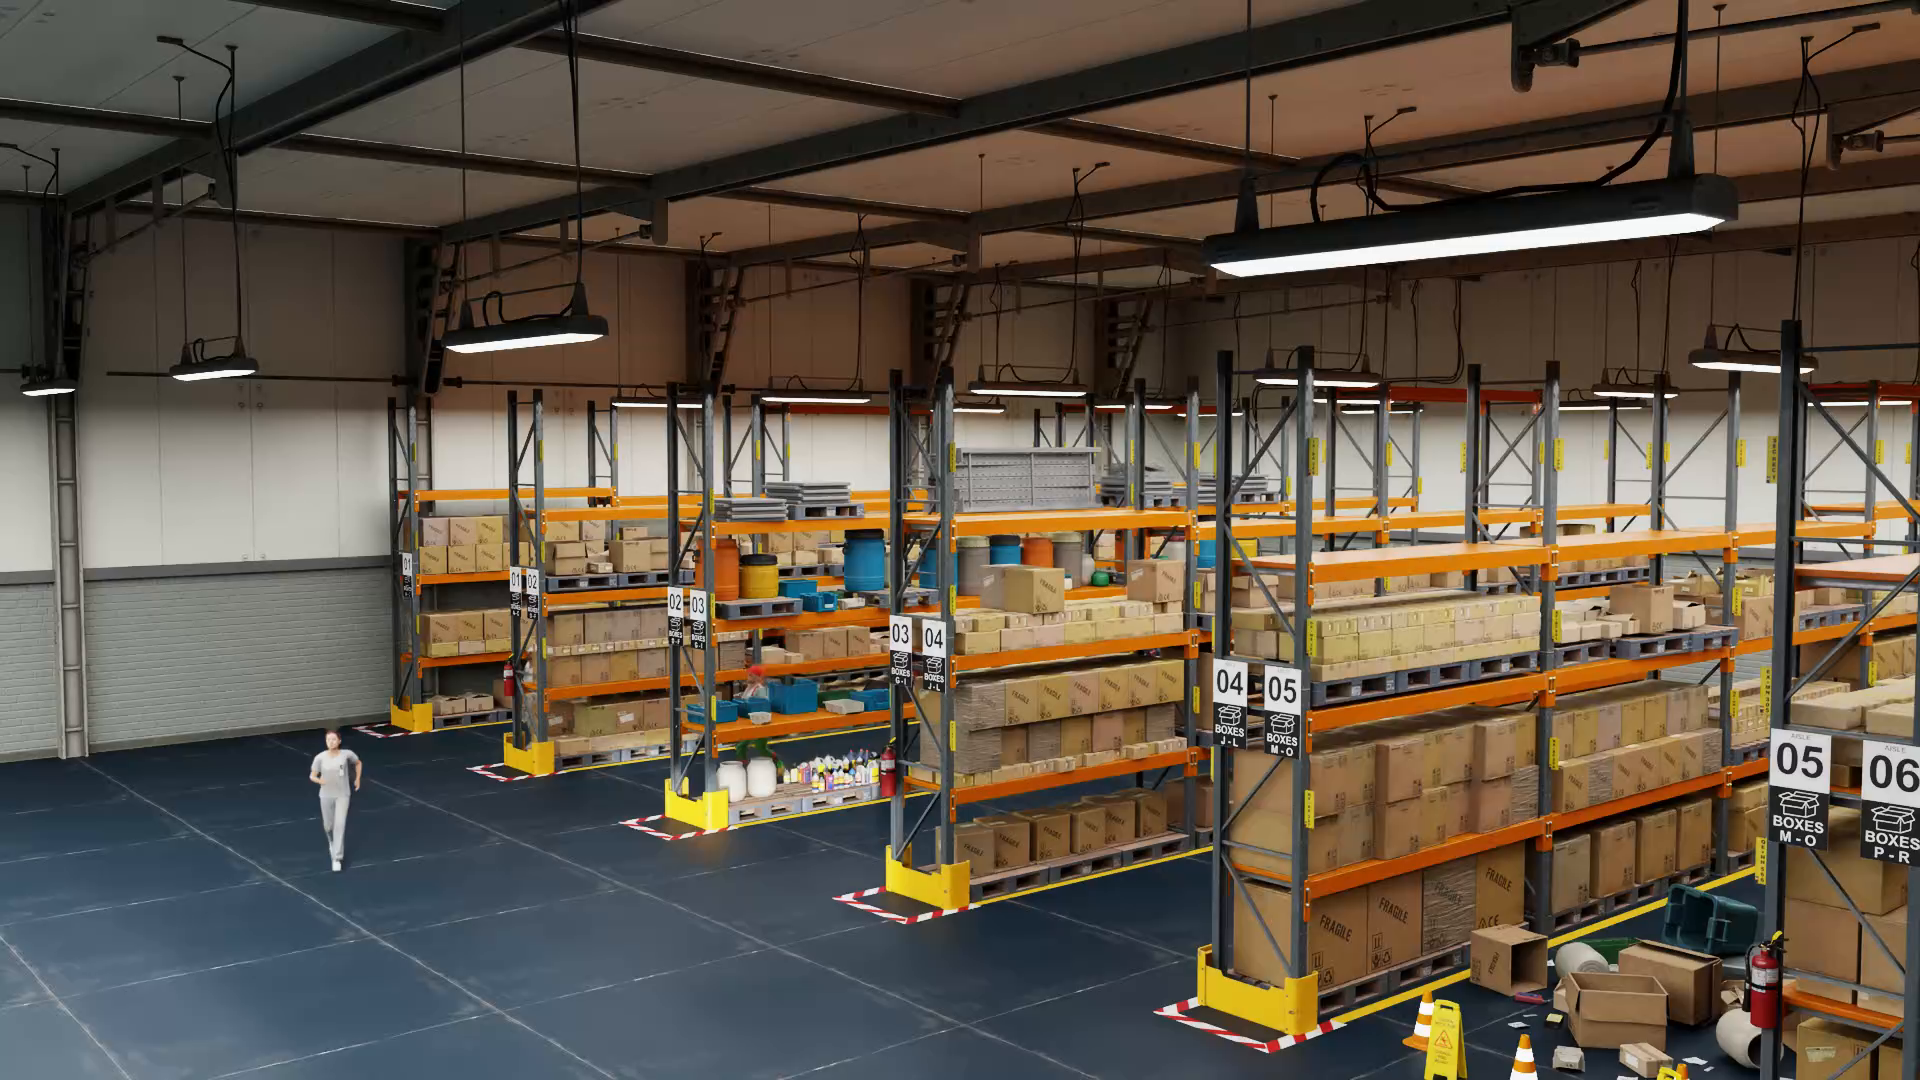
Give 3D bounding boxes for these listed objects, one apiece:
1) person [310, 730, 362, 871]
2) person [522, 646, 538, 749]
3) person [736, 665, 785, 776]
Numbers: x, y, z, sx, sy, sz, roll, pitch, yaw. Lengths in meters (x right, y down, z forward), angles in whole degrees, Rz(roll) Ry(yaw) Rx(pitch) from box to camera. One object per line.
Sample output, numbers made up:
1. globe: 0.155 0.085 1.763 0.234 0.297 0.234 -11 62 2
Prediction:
1. person: -7.614 3.128 20.271 0.581 1.621 1.053 -1 3 -15
2. person: -7.131 2.653 28.135 0.619 1.756 0.703 -3 5 -44
3. person: -3.109 2.776 25.060 1.002 1.774 0.659 -3 4 -41
